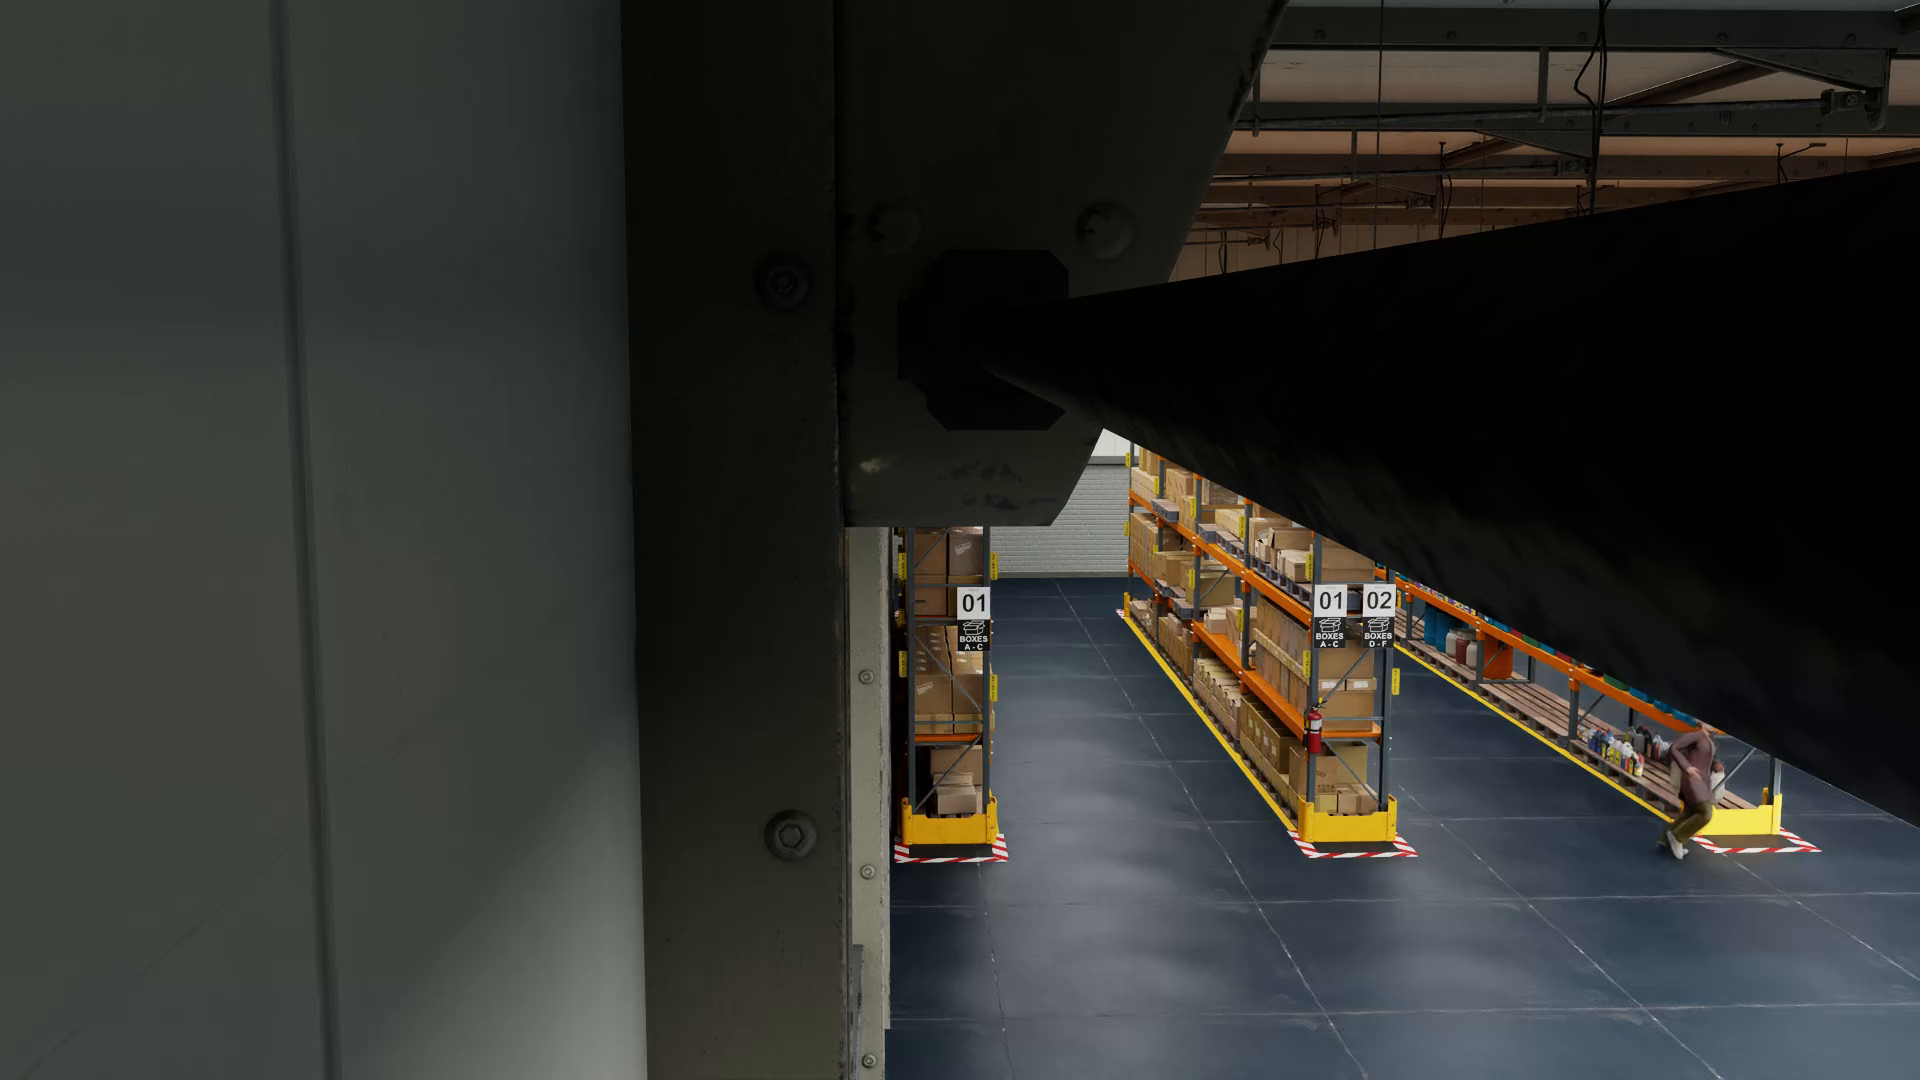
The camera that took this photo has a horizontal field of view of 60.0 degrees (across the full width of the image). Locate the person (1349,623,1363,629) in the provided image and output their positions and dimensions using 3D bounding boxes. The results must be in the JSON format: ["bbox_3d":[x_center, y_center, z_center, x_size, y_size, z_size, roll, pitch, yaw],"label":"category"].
[{"bbox_3d":[6.883,1.727,29.429,0.630,1.708,0.638,-2,8,-13],"label":"person"}]

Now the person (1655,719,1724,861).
[{"bbox_3d":[8.812,2.931,19.961,0.673,1.730,0.751,7,10,42],"label":"person"}]
